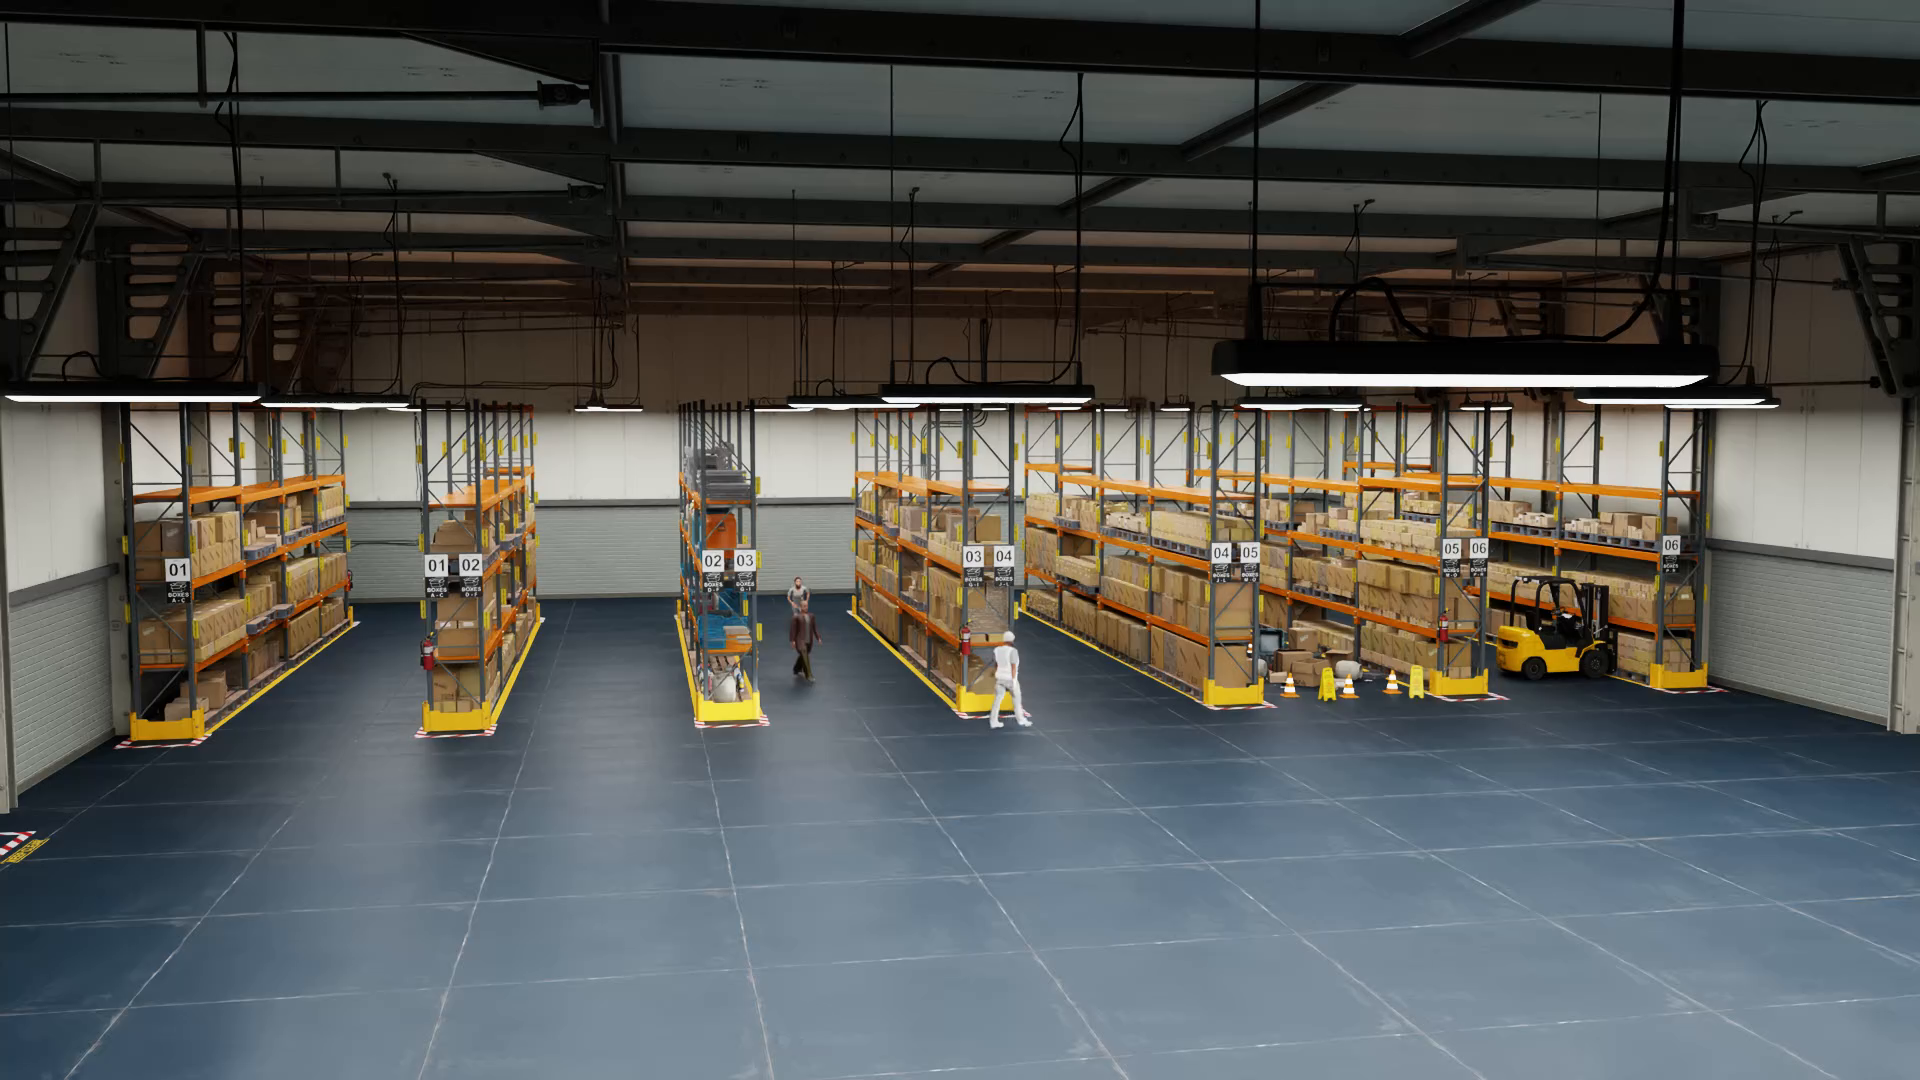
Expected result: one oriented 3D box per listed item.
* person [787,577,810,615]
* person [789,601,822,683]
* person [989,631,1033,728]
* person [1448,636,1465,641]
[{"bbox_3d":[-4.131,1.720,42.639,0.574,1.581,0.701,0,4,-3],"label":"person"},{"bbox_3d":[-3.323,2.153,35.607,0.628,1.711,1.204,-3,5,-36],"label":"person"},{"bbox_3d":[0.895,2.540,30.436,0.879,1.754,0.614,-4,6,-44],"label":"person"},{"bbox_3d":[11.485,1.983,38.336,0.567,1.748,0.389,-3,5,-36],"label":"person"}]
